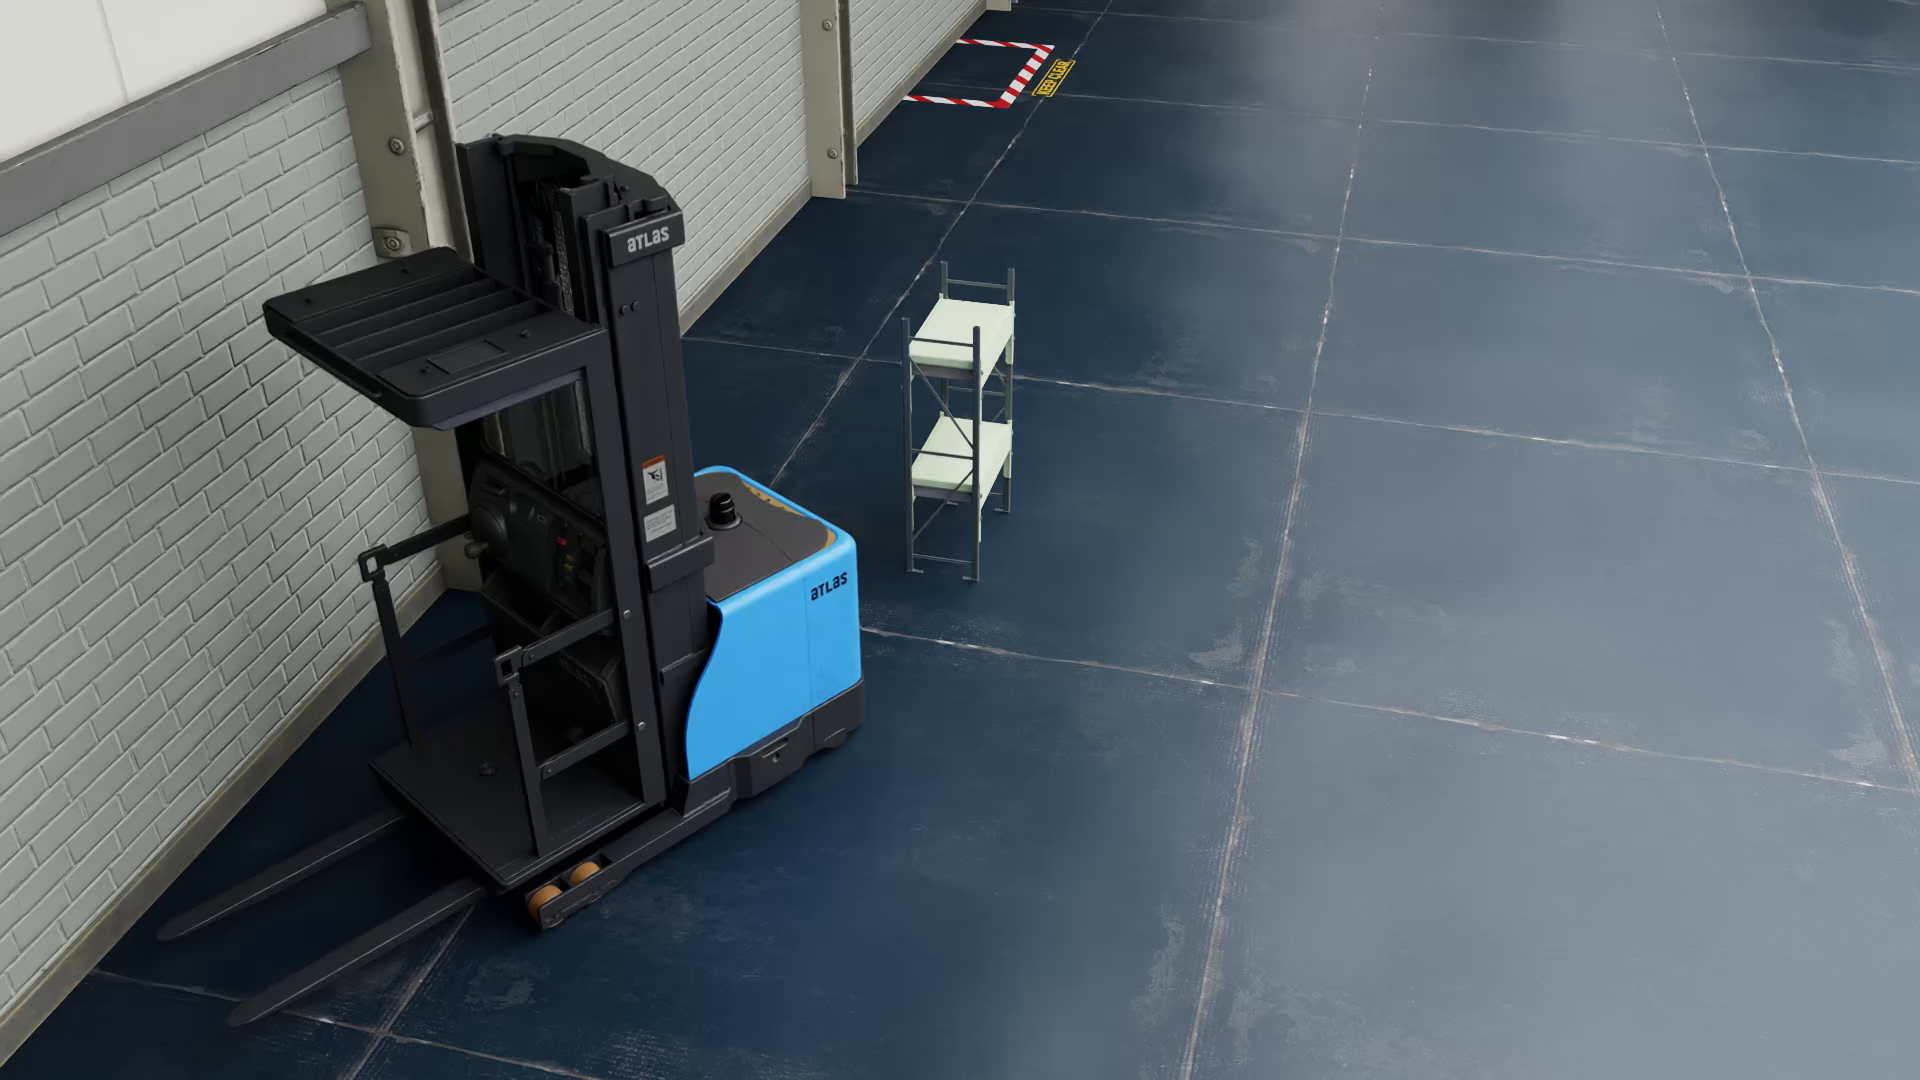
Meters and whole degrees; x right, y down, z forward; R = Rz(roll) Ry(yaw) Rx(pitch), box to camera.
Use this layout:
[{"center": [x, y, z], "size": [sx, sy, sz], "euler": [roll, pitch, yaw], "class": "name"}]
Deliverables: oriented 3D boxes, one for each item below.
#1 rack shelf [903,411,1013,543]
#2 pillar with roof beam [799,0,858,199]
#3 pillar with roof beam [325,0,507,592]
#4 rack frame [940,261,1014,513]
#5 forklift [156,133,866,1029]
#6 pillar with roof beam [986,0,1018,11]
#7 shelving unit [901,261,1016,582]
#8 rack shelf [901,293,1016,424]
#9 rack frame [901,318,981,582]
[{"center": [-0.002, -0.354, 9.087], "size": [0.431, 0.370, 0.720], "euler": [8, 33, 12], "class": "rack shelf"}, {"center": [3.102, -6.157, 10.618], "size": [9.100, 9.000, 0.400], "euler": [8, 33, 12], "class": "pillar with roof beam"}, {"center": [1.579, -3.044, 5.720], "size": [9.100, 9.000, 0.400], "euler": [8, 33, 12], "class": "pillar with roof beam"}, {"center": [0.091, -0.819, 9.211], "size": [0.400, 1.500, 0.023], "euler": [8, 33, 12], "class": "rack frame"}, {"center": [-1.839, 0.037, 6.530], "size": [1.130, 2.935, 3.031], "euler": [28, 42, 36], "class": "forklift"}, {"center": [4.625, -9.271, 15.515], "size": [9.100, 9.000, 0.400], "euler": [8, 33, 12], "class": "pillar with roof beam"}, {"center": [-0.002, -0.629, 8.912], "size": [0.431, 1.500, 0.755], "euler": [8, 33, 12], "class": "shelving unit"}, {"center": [-0.002, -0.959, 8.703], "size": [0.431, 0.370, 0.720], "euler": [8, 33, 12], "class": "rack shelf"}, {"center": [-0.095, -0.440, 8.613], "size": [0.400, 1.500, 0.023], "euler": [8, 33, 12], "class": "rack frame"}]
